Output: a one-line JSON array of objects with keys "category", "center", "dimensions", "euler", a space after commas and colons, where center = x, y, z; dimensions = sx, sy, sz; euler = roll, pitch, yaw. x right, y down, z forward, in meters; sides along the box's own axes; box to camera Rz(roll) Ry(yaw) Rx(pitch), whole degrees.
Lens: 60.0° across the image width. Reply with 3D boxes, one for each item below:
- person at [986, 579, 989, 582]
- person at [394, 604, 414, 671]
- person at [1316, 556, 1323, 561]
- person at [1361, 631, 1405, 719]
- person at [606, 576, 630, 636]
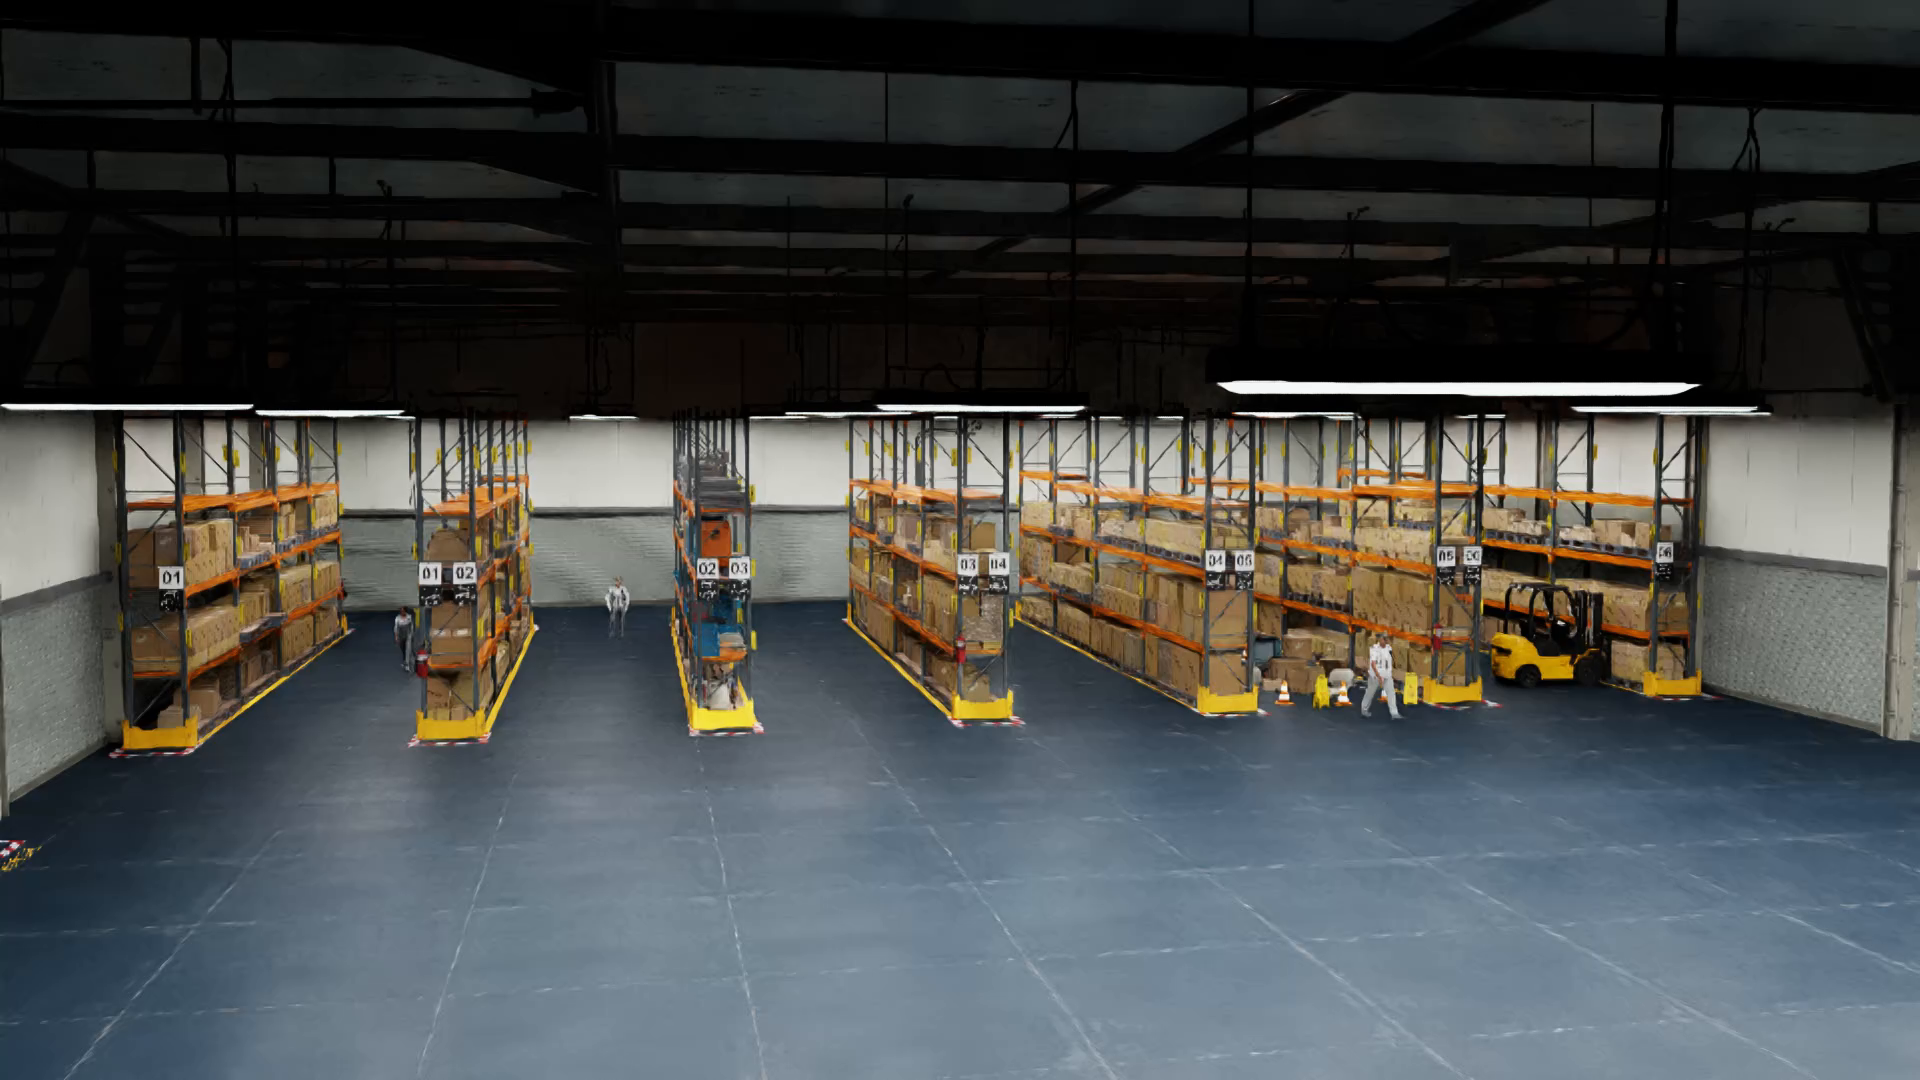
[{"category": "person", "center": [0.792, 1.763, 44.475], "dimensions": [0.491, 1.590, 0.991], "euler": [-1, 4, -12]}, {"category": "person", "center": [-12.817, 2.226, 38.331], "dimensions": [0.417, 1.517, 1.036], "euler": [-1, 4, -8]}, {"category": "person", "center": [10.622, 1.337, 49.134], "dimensions": [0.478, 1.770, 0.587], "euler": [-1, 4, -9]}, {"category": "person", "center": [8.098, 2.579, 31.975], "dimensions": [0.536, 1.707, 1.036], "euler": [-1, 4, -19]}, {"category": "person", "center": [-9.124, 1.763, 44.350], "dimensions": [0.639, 1.632, 0.506], "euler": [-1, 4, -13]}]
